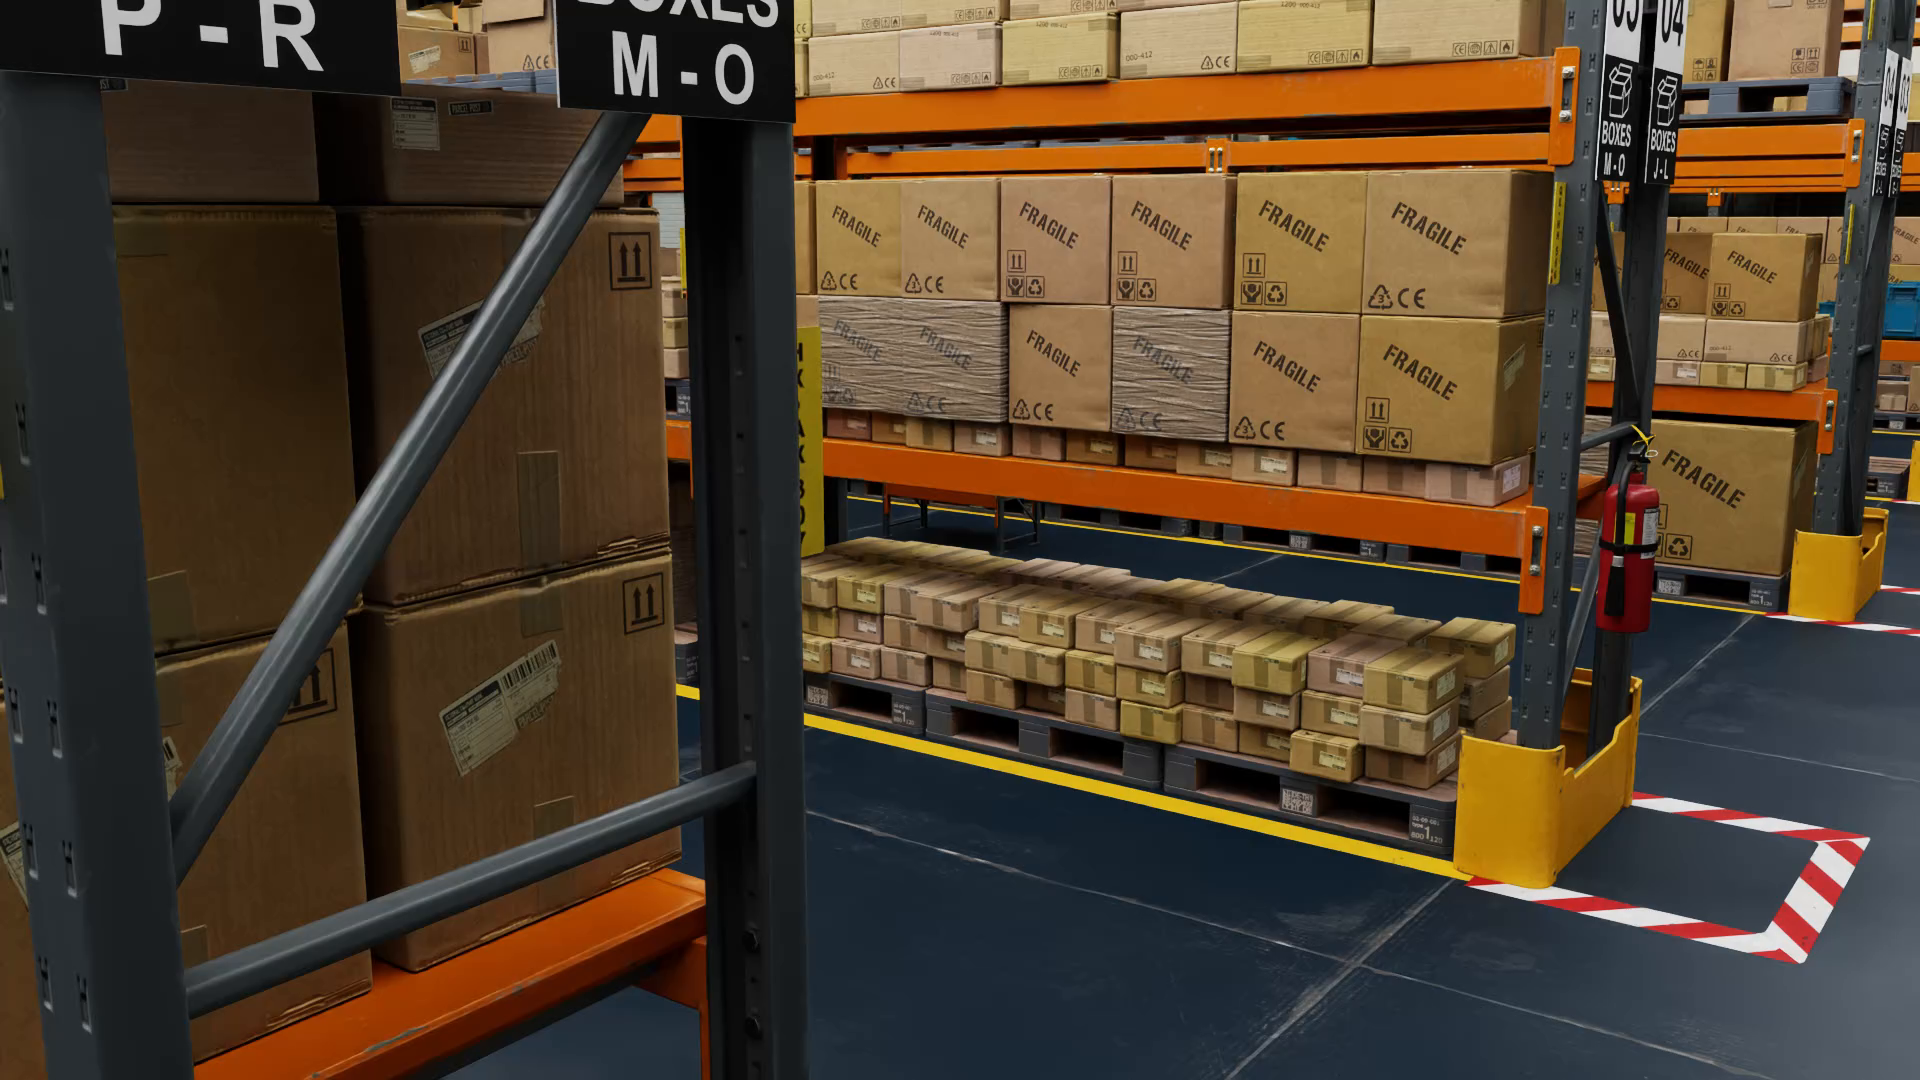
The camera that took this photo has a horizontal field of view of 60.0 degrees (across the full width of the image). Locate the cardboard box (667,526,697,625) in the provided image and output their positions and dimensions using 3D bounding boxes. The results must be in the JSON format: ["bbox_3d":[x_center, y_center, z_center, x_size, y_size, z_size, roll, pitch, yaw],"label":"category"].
[{"bbox_3d":[-1.683,0.170,8.727,0.500,0.500,0.500,8,13,34],"label":"cardboard box"}]

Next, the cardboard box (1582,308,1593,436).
[{"bbox_3d":[2.089,-0.644,6.416,0.500,0.500,0.500,9,14,38],"label":"cardboard box"}]

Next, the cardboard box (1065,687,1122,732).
[{"bbox_3d":[0.652,0.675,7.044,0.250,0.149,0.380,8,14,37],"label":"cardboard box"}]

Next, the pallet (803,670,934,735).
[{"bbox_3d":[-0.375,0.633,8.202,1.213,0.211,1.003,8,13,36],"label":"pallet"}]

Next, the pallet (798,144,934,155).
[{"bbox_3d":[-0.593,-3.319,13.891,1.003,0.211,1.213,9,14,38],"label":"pallet"}]

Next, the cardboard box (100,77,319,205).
[{"bbox_3d":[-0.969,-0.455,1.883,0.250,0.149,0.380,8,14,36],"label":"cardboard box"}]

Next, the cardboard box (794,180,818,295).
[{"bbox_3d":[-0.717,-1.404,7.711,0.500,0.500,0.500,8,14,37],"label":"cardboard box"}]

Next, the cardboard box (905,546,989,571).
[{"bbox_3d":[-0.062,0.145,8.217,0.250,0.149,0.380,8,13,35],"label":"cardboard box"}]

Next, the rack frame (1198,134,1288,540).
[{"bbox_3d":[2.080,-1.554,12.165,0.127,3.000,1.000,8,13,36],"label":"rack frame"}]

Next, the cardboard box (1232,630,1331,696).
[{"bbox_3d":[1.258,0.478,6.498,0.250,0.149,0.380,8,13,34],"label":"cardboard box"}]

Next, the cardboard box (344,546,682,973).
[{"bbox_3d":[-0.778,0.266,2.495,0.500,0.500,0.500,8,13,35],"label":"cardboard box"}]

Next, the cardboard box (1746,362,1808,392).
[{"bbox_3d":[4.822,-0.971,9.811,0.250,0.149,0.380,8,14,37],"label":"cardboard box"}]

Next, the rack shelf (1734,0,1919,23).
[{"bbox_3d":[6.624,-4.483,14.459,4.000,0.370,1.077,8,13,36],"label":"rack shelf"}]

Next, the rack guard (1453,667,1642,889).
[{"bbox_3d":[2.226,0.862,6.256,0.348,0.500,1.175,8,13,36],"label":"rack guard"}]

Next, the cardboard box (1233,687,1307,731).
[{"bbox_3d":[1.273,0.617,6.559,0.250,0.149,0.380,7,13,33],"label":"cardboard box"}]

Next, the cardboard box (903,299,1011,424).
[{"bbox_3d":[0.101,-0.790,7.171,0.500,0.500,0.500,8,13,34],"label":"cardboard box"}]

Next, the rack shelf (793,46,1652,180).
[{"bbox_3d":[0.675,-1.701,6.920,4.000,0.370,1.077,8,13,36],"label":"rack shelf"}]

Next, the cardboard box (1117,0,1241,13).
[{"bbox_3d":[0.941,-2.129,6.319,0.500,0.250,0.500,8,14,36],"label":"cardboard box"}]

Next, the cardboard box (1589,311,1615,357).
[{"bbox_3d":[3.938,-1.305,10.489,0.500,0.250,0.500,7,13,34],"label":"cardboard box"}]

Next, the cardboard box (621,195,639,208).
[{"bbox_3d":[-3.810,-2.843,16.145,1.000,1.000,1.000,8,14,36],"label":"cardboard box"}]

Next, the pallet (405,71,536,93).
[{"bbox_3d":[-2.209,-2.388,9.075,1.003,0.211,1.213,8,13,36],"label":"pallet"}]

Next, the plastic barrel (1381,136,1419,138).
[{"bbox_3d":[4.156,-4.155,16.112,0.600,0.588,0.600,0,11,0],"label":"plastic barrel"}]

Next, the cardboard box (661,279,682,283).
[{"bbox_3d":[-1.416,-1.355,9.128,0.250,0.149,0.380,8,14,36],"label":"cardboard box"}]

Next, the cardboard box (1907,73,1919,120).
[{"bbox_3d":[10.394,-4.758,17.932,0.500,0.500,0.700,8,13,36],"label":"cardboard box"}]

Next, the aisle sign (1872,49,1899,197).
[{"bbox_3d":[5.185,-2.327,9.315,0.004,0.787,0.394,8,13,36],"label":"aisle sign"}]

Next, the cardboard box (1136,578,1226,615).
[{"bbox_3d":[0.993,0.289,7.472,0.250,0.149,0.380,8,14,36],"label":"cardboard box"}]

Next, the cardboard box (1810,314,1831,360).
[{"bbox_3d":[5.077,-1.272,10.319,0.500,0.250,0.500,8,13,34],"label":"cardboard box"}]

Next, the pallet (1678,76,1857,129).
[{"bbox_3d":[4.700,-2.615,9.987,1.213,0.211,1.003,8,13,36],"label":"pallet"}]

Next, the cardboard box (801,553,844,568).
[{"bbox_3d":[-0.782,0.166,8.109,0.250,0.149,0.380,9,14,38],"label":"cardboard box"}]

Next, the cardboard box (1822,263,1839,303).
[{"bbox_3d":[9.830,-2.793,18.306,0.500,0.500,0.500,8,14,36],"label":"cardboard box"}]

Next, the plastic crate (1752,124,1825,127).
[{"bbox_3d":[7.167,-3.519,14.587,0.767,0.338,0.504,8,13,36],"label":"plastic crate"}]

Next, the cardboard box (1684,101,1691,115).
[{"bbox_3d":[8.362,-5.034,19.361,0.500,0.500,0.700,8,13,36],"label":"cardboard box"}]

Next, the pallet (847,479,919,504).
[{"bbox_3d":[-0.553,-0.535,14.237,1.213,0.211,1.003,8,13,36],"label":"pallet"}]

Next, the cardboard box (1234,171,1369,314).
[{"bbox_3d":[1.363,-1.113,6.206,0.500,0.500,0.500,7,13,34],"label":"cardboard box"}]

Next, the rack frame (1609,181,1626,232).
[{"bbox_3d":[7.947,-3.070,20.002,0.127,3.000,1.000,8,13,36],"label":"rack frame"}]

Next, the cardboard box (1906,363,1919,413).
[{"bbox_3d":[10.587,-1.633,17.995,0.500,0.500,0.500,8,13,36],"label":"cardboard box"}]

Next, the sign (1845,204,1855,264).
[{"bbox_3d":[4.972,-1.708,9.287,0.005,0.325,0.100,8,13,36],"label":"sign"}]

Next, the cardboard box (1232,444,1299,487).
[{"bbox_3d":[1.248,-0.311,6.402,0.250,0.149,0.380,8,14,37],"label":"cardboard box"}]

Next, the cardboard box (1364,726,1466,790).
[{"bbox_3d":[1.739,0.810,6.346,0.250,0.149,0.380,8,14,36],"label":"cardboard box"}]

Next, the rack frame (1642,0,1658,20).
[{"bbox_3d":[2.287,-3.302,5.405,0.127,3.000,1.000,8,13,36],"label":"rack frame"}]

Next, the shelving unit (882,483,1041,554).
[{"bbox_3d":[0.005,-0.552,11.919,1.048,1.125,0.538,8,13,36],"label":"shelving unit"}]

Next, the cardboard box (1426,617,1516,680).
[{"bbox_3d":[2.066,0.434,6.722,0.250,0.149,0.380,7,13,33],"label":"cardboard box"}]

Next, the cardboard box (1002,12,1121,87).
[{"bbox_3d":[0.516,-1.937,6.642,0.500,0.250,0.500,9,14,38],"label":"cardboard box"}]

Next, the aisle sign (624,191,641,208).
[{"bbox_3d":[-4.542,-4.991,23.088,0.004,0.787,0.394,8,13,36],"label":"aisle sign"}]

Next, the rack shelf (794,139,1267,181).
[{"bbox_3d":[0.468,-2.898,13.111,4.000,0.370,1.077,8,13,36],"label":"rack shelf"}]

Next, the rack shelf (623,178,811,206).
[{"bbox_3d":[-3.048,-4.556,21.680,4.000,0.370,1.077,8,13,36],"label":"rack shelf"}]

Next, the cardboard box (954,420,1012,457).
[{"bbox_3d":[0.188,-0.460,7.173,0.250,0.149,0.380,9,14,38],"label":"cardboard box"}]

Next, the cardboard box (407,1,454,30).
[{"bbox_3d":[-3.259,-3.092,9.941,0.258,0.266,0.396,8,13,36],"label":"cardboard box"}]

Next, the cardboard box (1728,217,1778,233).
[{"bbox_3d":[8.990,-3.398,18.803,0.500,0.500,0.500,7,13,34],"label":"cardboard box"}]

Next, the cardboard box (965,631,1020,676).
[{"bbox_3d":[0.230,0.471,7.314,0.250,0.149,0.380,8,13,35],"label":"cardboard box"}]

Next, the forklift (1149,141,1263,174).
[{"bbox_3d":[2.333,-2.087,15.099,1.130,2.935,3.031,4,12,22],"label":"forklift"}]

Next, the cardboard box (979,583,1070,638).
[{"bbox_3d":[0.287,0.312,7.355,0.250,0.149,0.380,7,13,33],"label":"cardboard box"}]

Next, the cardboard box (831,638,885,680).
[{"bbox_3d":[-0.388,0.527,7.806,0.250,0.149,0.380,8,13,35],"label":"cardboard box"}]

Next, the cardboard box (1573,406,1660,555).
[{"bbox_3d":[4.008,-0.429,10.840,0.875,0.875,0.875,8,13,36],"label":"cardboard box"}]
